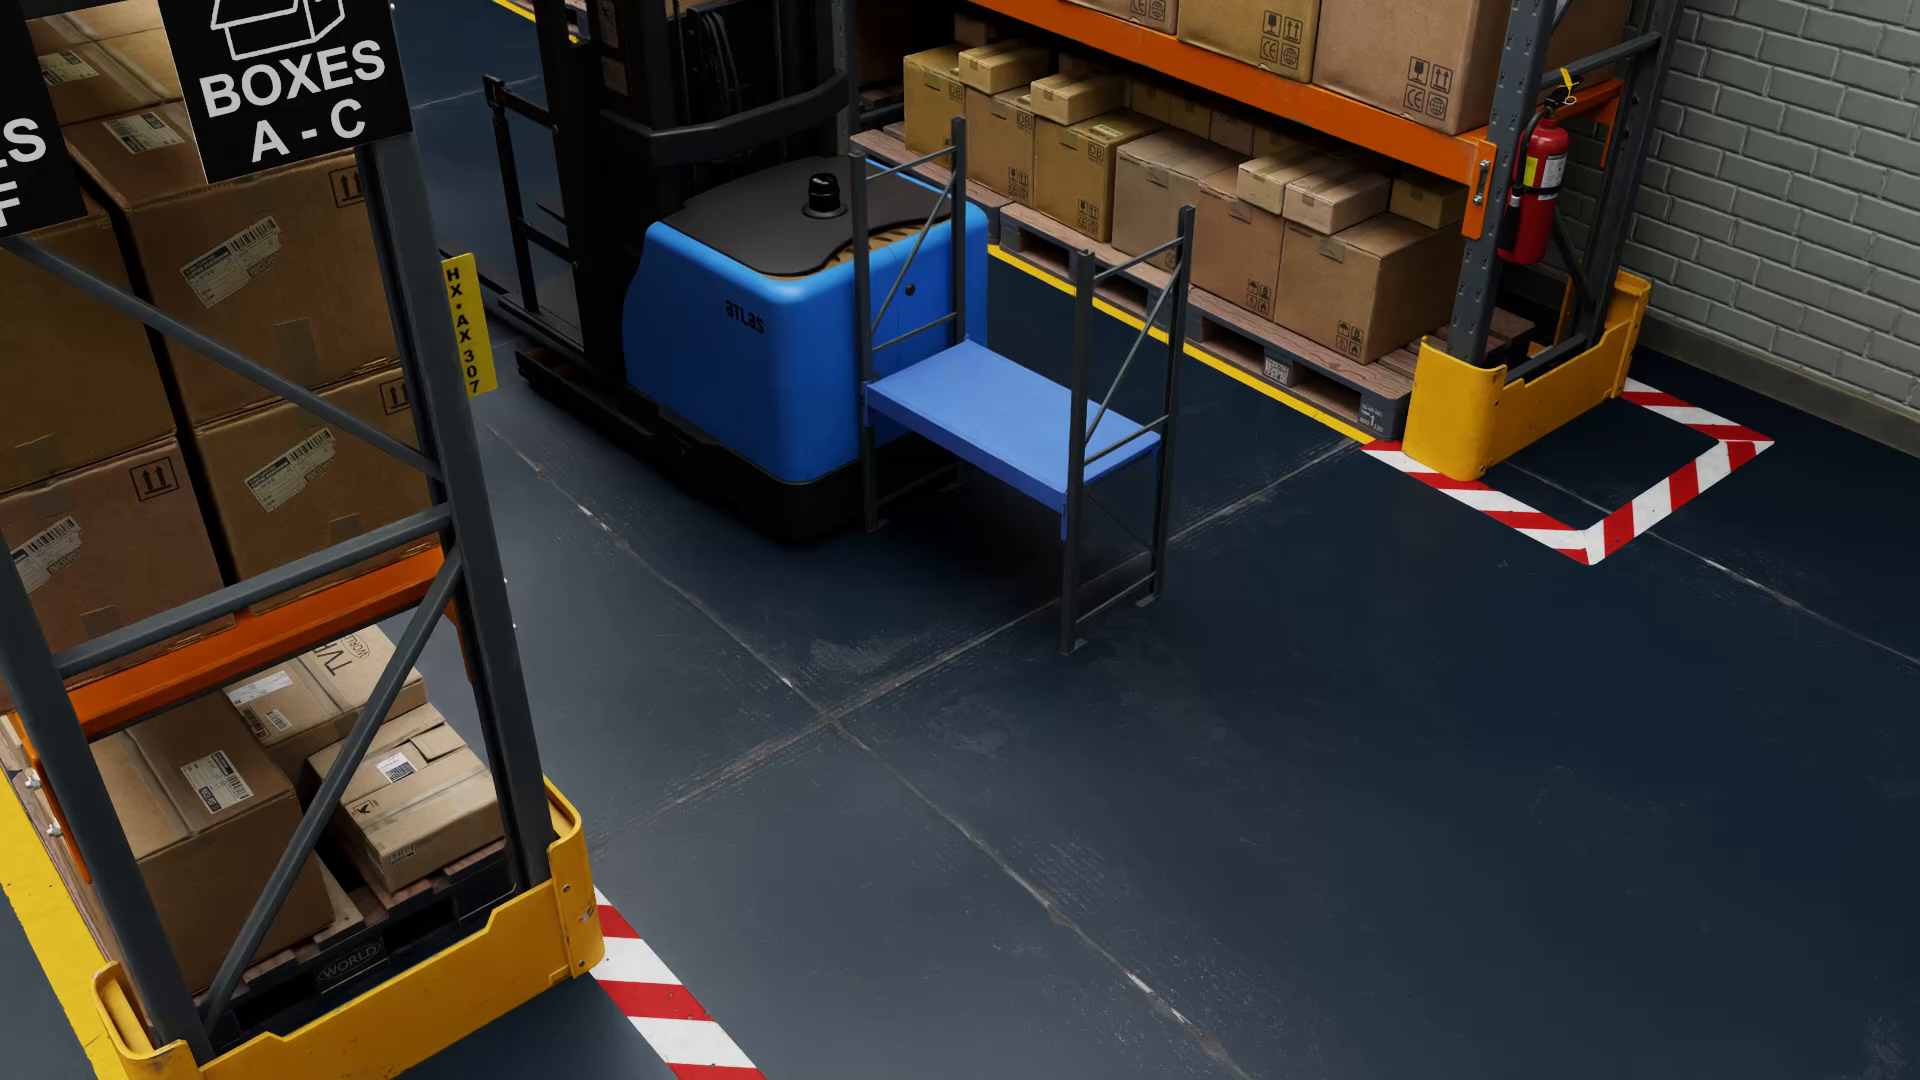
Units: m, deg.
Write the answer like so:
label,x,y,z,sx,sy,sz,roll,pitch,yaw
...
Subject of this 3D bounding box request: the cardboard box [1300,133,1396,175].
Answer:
label,x,y,z,sx,sy,sz,roll,pitch,yaw
cardboard box,1.689,-1.674,7.256,0.380,0.149,0.250,-26,43,-32

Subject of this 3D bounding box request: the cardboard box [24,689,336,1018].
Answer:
label,x,y,z,sx,sy,sz,roll,pitch,yaw
cardboard box,-2.009,0.799,4.309,0.500,0.500,0.500,-26,43,-32

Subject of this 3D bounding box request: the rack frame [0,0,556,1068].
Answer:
label,x,y,z,sx,sy,sz,roll,pitch,yaw
rack frame,-1.470,0.106,3.505,1.000,3.000,0.127,-26,43,-32

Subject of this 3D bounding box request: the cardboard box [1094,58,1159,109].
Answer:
label,x,y,z,sx,sy,sz,roll,pitch,yaw
cardboard box,0.867,-2.235,8.048,0.380,0.149,0.250,-26,43,-31

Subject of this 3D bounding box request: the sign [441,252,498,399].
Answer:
label,x,y,z,sx,sy,sz,roll,pitch,yaw
sign,-1.056,-0.450,3.540,0.100,0.325,0.005,-26,43,-32

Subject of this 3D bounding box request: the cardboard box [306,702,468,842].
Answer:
label,x,y,z,sx,sy,sz,roll,pitch,yaw
cardboard box,-1.639,0.659,4.794,0.380,0.166,0.250,-26,43,-32

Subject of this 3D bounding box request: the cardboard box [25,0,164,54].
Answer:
label,x,y,z,sx,sy,sz,roll,pitch,yaw
cardboard box,-2.217,-1.088,4.239,0.500,0.500,0.500,-25,42,-31

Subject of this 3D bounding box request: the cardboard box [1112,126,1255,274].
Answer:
label,x,y,z,sx,sy,sz,roll,pitch,yaw
cardboard box,1.135,-1.609,7.726,0.700,0.500,0.500,-28,44,-33

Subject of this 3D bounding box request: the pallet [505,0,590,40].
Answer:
label,x,y,z,sx,sy,sz,roll,pitch,yaw
pallet,-2.400,-3.761,11.378,1.003,0.211,1.213,-26,43,-32

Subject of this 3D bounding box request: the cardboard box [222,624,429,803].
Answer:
label,x,y,z,sx,sy,sz,roll,pitch,yaw
cardboard box,-1.927,0.482,4.972,0.500,0.250,0.500,-26,43,-32

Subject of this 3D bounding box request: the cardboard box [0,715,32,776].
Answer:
label,x,y,z,sx,sy,sz,roll,pitch,yaw
cardboard box,-2.599,0.470,4.990,0.500,0.250,0.500,-26,43,-32

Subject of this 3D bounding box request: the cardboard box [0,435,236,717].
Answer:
label,x,y,z,sx,sy,sz,roll,pitch,yaw
cardboard box,-1.967,-0.031,3.612,0.500,0.500,0.500,-25,42,-30

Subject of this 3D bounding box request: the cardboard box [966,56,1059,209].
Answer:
label,x,y,z,sx,sy,sz,roll,pitch,yaw
cardboard box,0.456,-2.069,8.375,0.700,0.500,0.500,-26,43,-32

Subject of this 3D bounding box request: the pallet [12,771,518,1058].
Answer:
label,x,y,z,sx,sy,sz,roll,pitch,yaw
pallet,-2.034,0.859,4.855,1.003,0.211,1.213,-26,43,-32

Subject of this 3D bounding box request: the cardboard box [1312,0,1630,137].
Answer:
label,x,y,z,sx,sy,sz,roll,pitch,yaw
cardboard box,1.975,-2.087,6.342,0.980,0.700,0.700,-24,42,-30

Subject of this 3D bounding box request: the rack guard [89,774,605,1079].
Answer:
label,x,y,z,sx,sy,sz,roll,pitch,yaw
rack guard,-1.519,1.093,4.275,1.175,0.500,0.348,-26,43,-32

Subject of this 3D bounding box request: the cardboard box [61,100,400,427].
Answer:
label,x,y,z,sx,sy,sz,roll,pitch,yaw
cardboard box,-1.555,-0.637,3.602,0.500,0.500,0.500,-25,42,-30

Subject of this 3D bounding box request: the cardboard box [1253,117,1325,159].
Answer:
label,x,y,z,sx,sy,sz,roll,pitch,yaw
cardboard box,1.528,-1.784,7.412,0.380,0.149,0.250,-26,43,-31

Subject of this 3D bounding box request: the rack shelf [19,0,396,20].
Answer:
label,x,y,z,sx,sy,sz,roll,pitch,yaw
rack shelf,-2.761,-1.707,4.092,1.077,0.370,4.000,-26,43,-32

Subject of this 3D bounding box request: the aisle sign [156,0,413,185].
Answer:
label,x,y,z,sx,sy,sz,roll,pitch,yaw
aisle sign,-1.202,-1.034,2.865,0.394,0.787,0.004,-26,43,-32

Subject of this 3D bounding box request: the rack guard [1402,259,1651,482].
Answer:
label,x,y,z,sx,sy,sz,roll,pitch,yaw
rack guard,2.327,-0.712,6.823,1.175,0.500,0.348,-26,43,-32

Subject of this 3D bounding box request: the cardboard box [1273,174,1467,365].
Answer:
label,x,y,z,sx,sy,sz,roll,pitch,yaw
cardboard box,1.783,-1.166,7.101,0.700,0.500,0.500,-26,43,-32

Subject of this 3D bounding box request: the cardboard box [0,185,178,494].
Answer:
label,x,y,z,sx,sy,sz,roll,pitch,yaw
cardboard box,-1.967,-0.437,3.319,0.500,0.500,0.500,-26,43,-32

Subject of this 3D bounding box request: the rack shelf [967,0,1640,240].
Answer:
label,x,y,z,sx,sy,sz,roll,pitch,yaw
rack shelf,1.021,-2.332,7.571,1.077,0.370,4.000,-26,43,-32

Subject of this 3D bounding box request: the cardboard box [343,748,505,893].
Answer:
label,x,y,z,sx,sy,sz,roll,pitch,yaw
cardboard box,-1.478,0.777,4.644,0.380,0.149,0.250,-26,43,-32

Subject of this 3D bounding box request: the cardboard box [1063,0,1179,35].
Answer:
label,x,y,z,sx,sy,sz,roll,pitch,yaw
cardboard box,1.012,-2.744,7.270,0.980,0.700,0.700,-28,44,-34

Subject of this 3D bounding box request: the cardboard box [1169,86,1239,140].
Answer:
label,x,y,z,sx,sy,sz,roll,pitch,yaw
cardboard box,1.197,-2.009,7.730,0.380,0.149,0.250,-26,43,-31

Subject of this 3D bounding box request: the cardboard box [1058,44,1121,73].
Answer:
label,x,y,z,sx,sy,sz,roll,pitch,yaw
cardboard box,0.705,-2.347,8.206,0.380,0.149,0.250,-28,44,-33

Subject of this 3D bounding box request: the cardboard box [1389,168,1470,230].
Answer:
label,x,y,z,sx,sy,sz,roll,pitch,yaw
cardboard box,2.017,-1.450,6.941,0.380,0.149,0.250,-26,43,-31

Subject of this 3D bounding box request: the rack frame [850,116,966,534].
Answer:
label,x,y,z,sx,sy,sz,roll,pitch,yaw
rack frame,-0.170,-0.741,5.999,0.500,1.500,0.032,-29,44,-34

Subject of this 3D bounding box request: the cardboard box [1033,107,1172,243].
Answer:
label,x,y,z,sx,sy,sz,roll,pitch,yaw
cardboard box,0.786,-1.841,8.054,0.700,0.500,0.500,-25,42,-31

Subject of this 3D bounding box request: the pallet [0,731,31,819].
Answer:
label,x,y,z,sx,sy,sz,roll,pitch,yaw
pallet,-2.818,0.321,5.615,1.003,0.211,1.213,-26,43,-32

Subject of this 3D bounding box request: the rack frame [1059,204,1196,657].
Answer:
label,x,y,z,sx,sy,sz,roll,pitch,yaw
rack frame,0.532,-0.317,5.400,0.500,1.500,0.032,-29,44,-34

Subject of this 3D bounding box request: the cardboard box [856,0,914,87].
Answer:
label,x,y,z,sx,sy,sz,roll,pitch,yaw
cardboard box,-0.788,-3.042,9.446,0.750,0.750,0.750,-25,43,-31

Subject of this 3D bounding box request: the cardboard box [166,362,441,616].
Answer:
label,x,y,z,sx,sy,sz,roll,pitch,yaw
cardboard box,-1.555,-0.229,3.891,0.500,0.500,0.500,-25,42,-31

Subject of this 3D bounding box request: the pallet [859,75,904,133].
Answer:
label,x,y,z,sx,sy,sz,roll,pitch,yaw
pallet,-0.825,-2.684,9.857,1.003,0.211,1.213,-26,43,-32

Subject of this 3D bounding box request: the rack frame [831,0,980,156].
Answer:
label,x,y,z,sx,sy,sz,roll,pitch,yaw
rack frame,-0.270,-3.509,8.609,1.000,3.000,0.127,-26,43,-32

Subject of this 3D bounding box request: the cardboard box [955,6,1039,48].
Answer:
label,x,y,z,sx,sy,sz,roll,pitch,yaw
cardboard box,0.193,-2.695,8.698,0.380,0.149,0.250,-26,43,-32

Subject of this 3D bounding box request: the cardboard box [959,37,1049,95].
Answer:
label,x,y,z,sx,sy,sz,roll,pitch,yaw
cardboard box,0.216,-2.337,8.193,0.380,0.149,0.250,-24,42,-30

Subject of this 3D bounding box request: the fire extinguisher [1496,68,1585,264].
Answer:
label,x,y,z,sx,sy,sz,roll,pitch,yaw
fire extinguisher,2.056,-1.321,5.909,0.296,0.674,0.183,-26,43,-32

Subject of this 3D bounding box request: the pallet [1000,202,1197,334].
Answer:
label,x,y,z,sx,sy,sz,roll,pitch,yaw
pallet,0.953,-1.467,8.139,1.003,0.211,1.213,-26,43,-32

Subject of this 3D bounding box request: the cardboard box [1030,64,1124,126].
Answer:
label,x,y,z,sx,sy,sz,roll,pitch,yaw
cardboard box,0.553,-2.107,7.868,0.380,0.149,0.250,-27,44,-33

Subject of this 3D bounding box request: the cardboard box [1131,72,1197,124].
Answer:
label,x,y,z,sx,sy,sz,roll,pitch,yaw
cardboard box,1.034,-2.121,7.888,0.380,0.149,0.250,-27,43,-33

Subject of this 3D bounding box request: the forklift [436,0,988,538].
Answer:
label,x,y,z,sx,sy,sz,roll,pitch,yaw
forklift,-1.261,-1.958,6.479,1.130,2.935,3.031,-29,44,-34

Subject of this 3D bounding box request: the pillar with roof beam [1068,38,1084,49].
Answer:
label,x,y,z,sx,sy,sz,roll,pitch,yaw
pillar with roof beam,-2.446,-4.365,4.628,9.100,9.000,0.400,-26,43,-32

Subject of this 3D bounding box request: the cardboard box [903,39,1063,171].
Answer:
label,x,y,z,sx,sy,sz,roll,pitch,yaw
cardboard box,0.135,-2.292,8.690,0.700,0.500,0.500,-25,43,-31

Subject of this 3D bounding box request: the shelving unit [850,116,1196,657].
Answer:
label,x,y,z,sx,sy,sz,roll,pitch,yaw
shelving unit,0.181,-0.529,5.699,0.538,1.500,1.048,-29,44,-34

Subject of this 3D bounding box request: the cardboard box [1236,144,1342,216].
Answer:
label,x,y,z,sx,sy,sz,roll,pitch,yaw
cardboard box,1.396,-1.532,7.056,0.380,0.149,0.250,-25,42,-31

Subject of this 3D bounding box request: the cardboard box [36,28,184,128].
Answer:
label,x,y,z,sx,sy,sz,roll,pitch,yaw
cardboard box,-1.898,-0.865,3.924,0.500,0.500,0.500,-26,43,-31

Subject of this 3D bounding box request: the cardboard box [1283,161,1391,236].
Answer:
label,x,y,z,sx,sy,sz,roll,pitch,yaw
cardboard box,1.561,-1.420,6.897,0.380,0.149,0.250,-27,43,-32

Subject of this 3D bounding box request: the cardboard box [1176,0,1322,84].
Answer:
label,x,y,z,sx,sy,sz,roll,pitch,yaw
cardboard box,1.497,-2.404,6.789,0.980,0.700,0.700,-26,43,-32

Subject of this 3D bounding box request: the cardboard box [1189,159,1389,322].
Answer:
label,x,y,z,sx,sy,sz,roll,pitch,yaw
cardboard box,1.461,-1.387,7.412,0.700,0.500,0.500,-26,43,-32

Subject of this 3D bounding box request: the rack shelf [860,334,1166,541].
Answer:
label,x,y,z,sx,sy,sz,roll,pitch,yaw
rack shelf,0.181,-0.382,5.803,0.538,0.185,1.000,-29,44,-34

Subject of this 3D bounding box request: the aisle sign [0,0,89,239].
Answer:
label,x,y,z,sx,sy,sz,roll,pitch,yaw
aisle sign,-1.660,-0.810,2.550,0.394,0.787,0.004,-26,43,-32

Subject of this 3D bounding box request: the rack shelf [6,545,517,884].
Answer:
label,x,y,z,sx,sy,sz,roll,pitch,yaw
rack shelf,-2.761,-0.483,4.959,1.077,0.370,4.000,-26,43,-32

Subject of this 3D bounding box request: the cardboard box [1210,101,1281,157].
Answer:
label,x,y,z,sx,sy,sz,roll,pitch,yaw
cardboard box,1.364,-1.896,7.570,0.380,0.149,0.250,-25,42,-31

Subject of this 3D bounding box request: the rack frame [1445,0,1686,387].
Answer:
label,x,y,z,sx,sy,sz,roll,pitch,yaw
rack frame,2.312,-1.743,6.116,1.000,3.000,0.127,-26,43,-32

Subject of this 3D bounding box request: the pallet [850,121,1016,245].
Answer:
label,x,y,z,sx,sy,sz,roll,pitch,yaw
pallet,0.161,-2.006,8.900,1.003,0.211,1.213,-26,43,-32

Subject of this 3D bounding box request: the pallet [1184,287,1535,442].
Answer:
label,x,y,z,sx,sy,sz,roll,pitch,yaw
pallet,1.736,-0.929,7.379,1.003,0.211,1.213,-26,43,-32

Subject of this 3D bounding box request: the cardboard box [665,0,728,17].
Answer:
label,x,y,z,sx,sy,sz,roll,pitch,yaw
cardboard box,-1.364,-3.433,9.999,0.750,0.750,0.750,-25,42,-30
